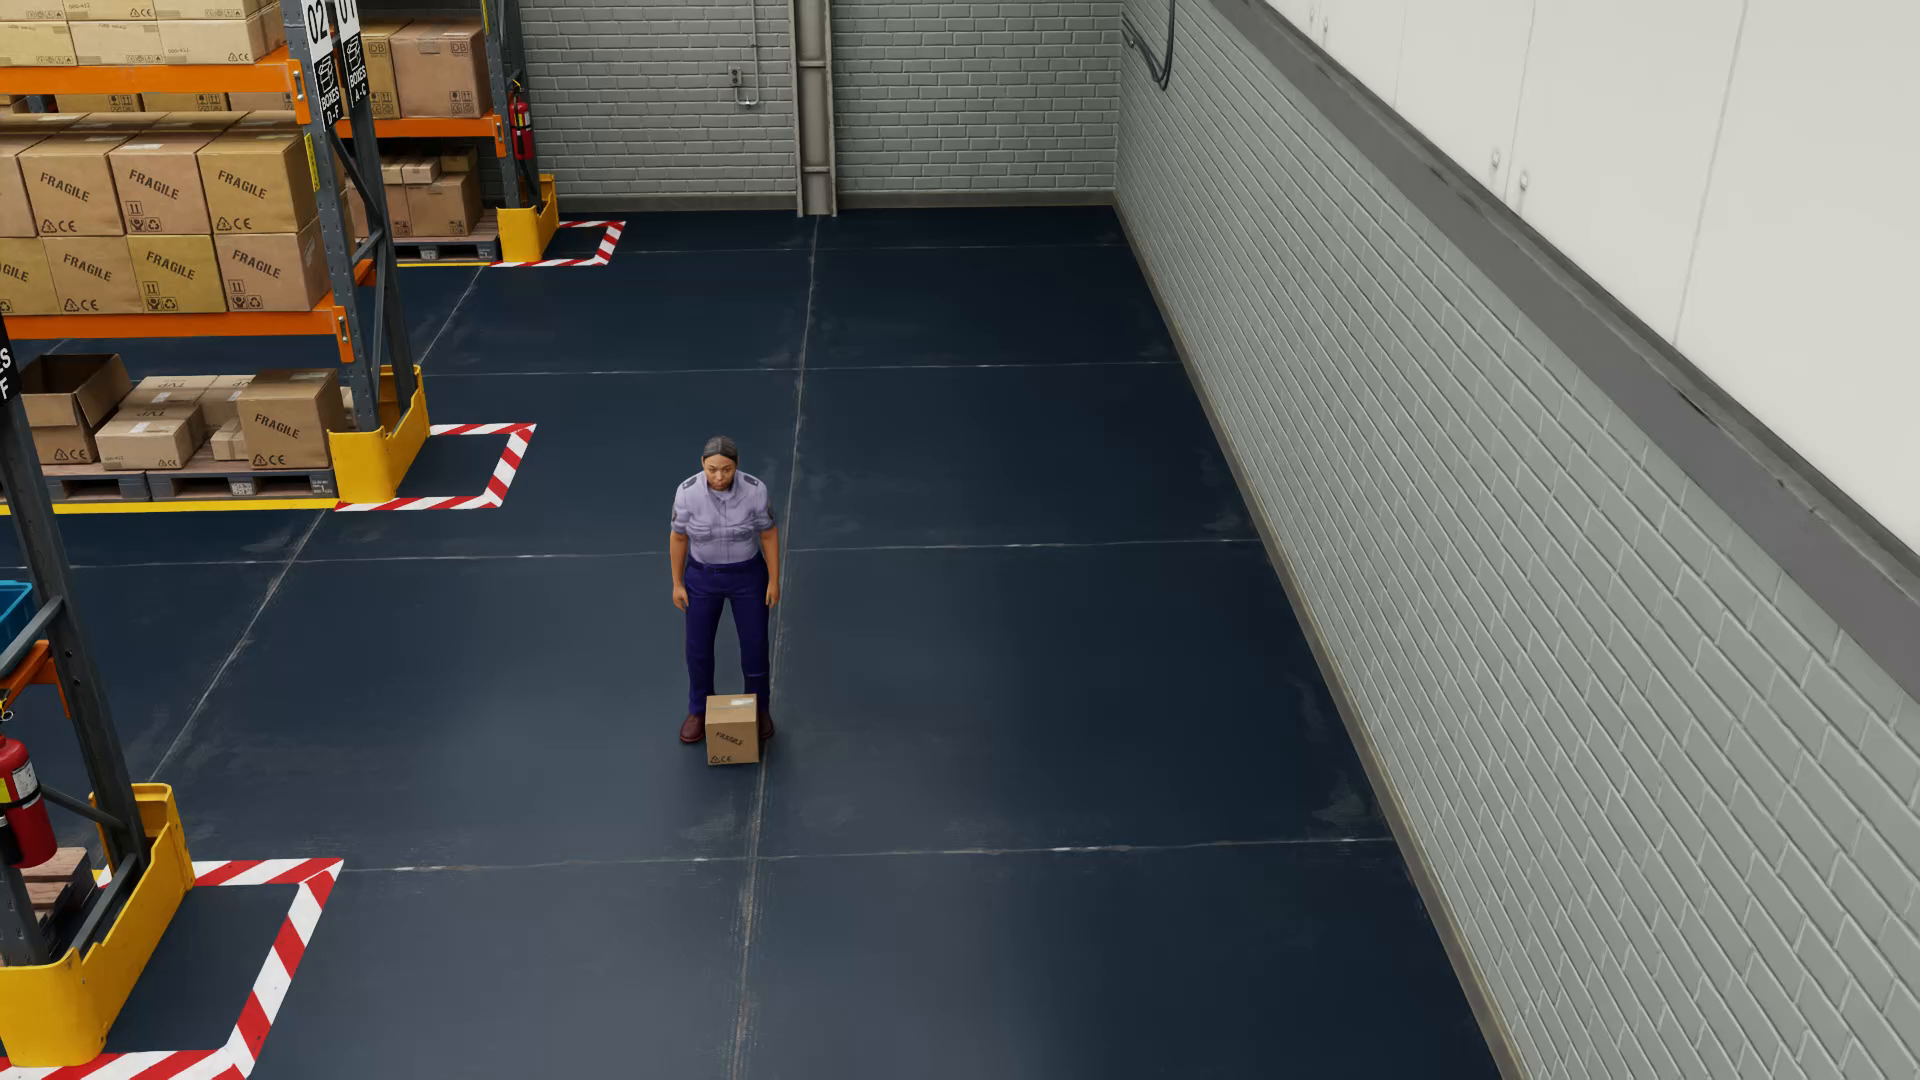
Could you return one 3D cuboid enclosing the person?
[{"bbox_3d":[-1.162,0.217,8.215,0.555,1.652,0.365,-2,28,-4],"label":"person"}]
